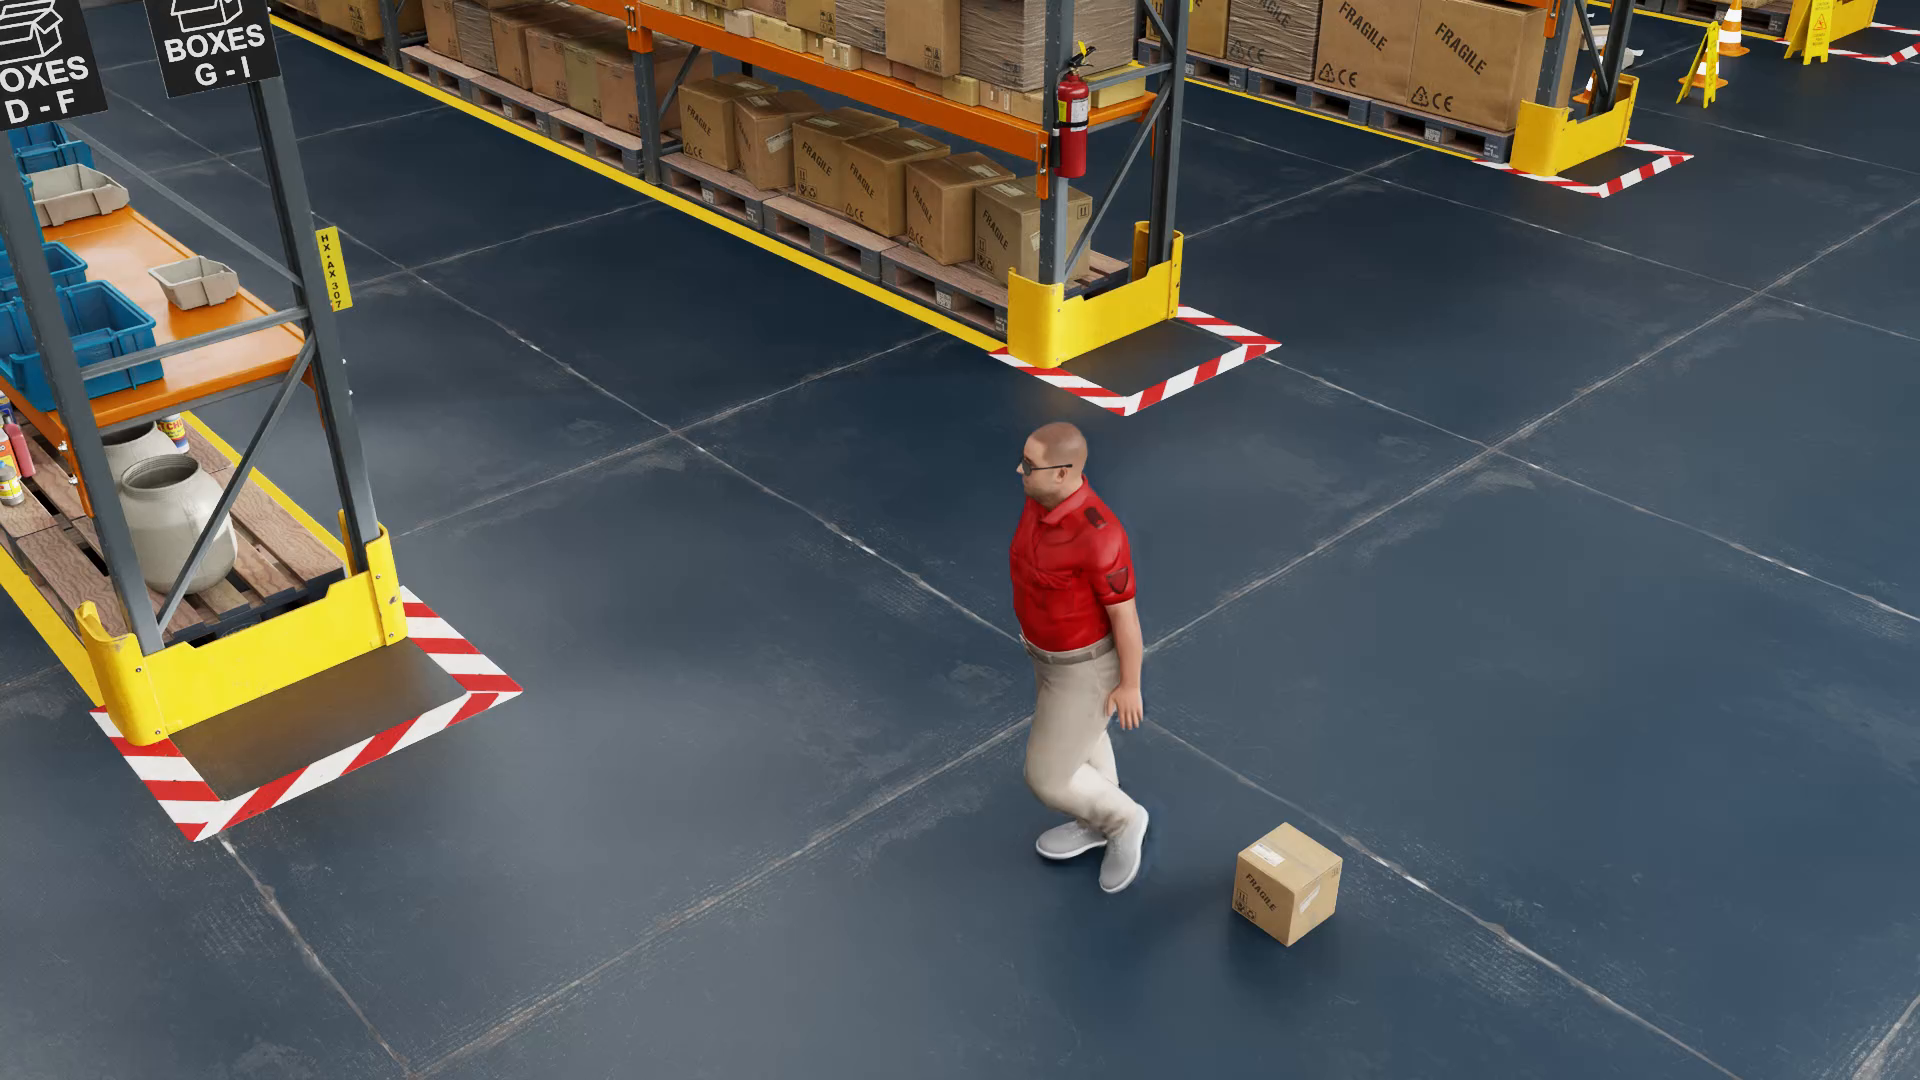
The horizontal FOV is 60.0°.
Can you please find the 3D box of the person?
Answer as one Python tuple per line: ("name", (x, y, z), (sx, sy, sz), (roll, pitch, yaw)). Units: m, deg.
("person", (0.391, 0.387, 5.494), (0.484, 1.714, 0.596), (-10, 33, -16))
